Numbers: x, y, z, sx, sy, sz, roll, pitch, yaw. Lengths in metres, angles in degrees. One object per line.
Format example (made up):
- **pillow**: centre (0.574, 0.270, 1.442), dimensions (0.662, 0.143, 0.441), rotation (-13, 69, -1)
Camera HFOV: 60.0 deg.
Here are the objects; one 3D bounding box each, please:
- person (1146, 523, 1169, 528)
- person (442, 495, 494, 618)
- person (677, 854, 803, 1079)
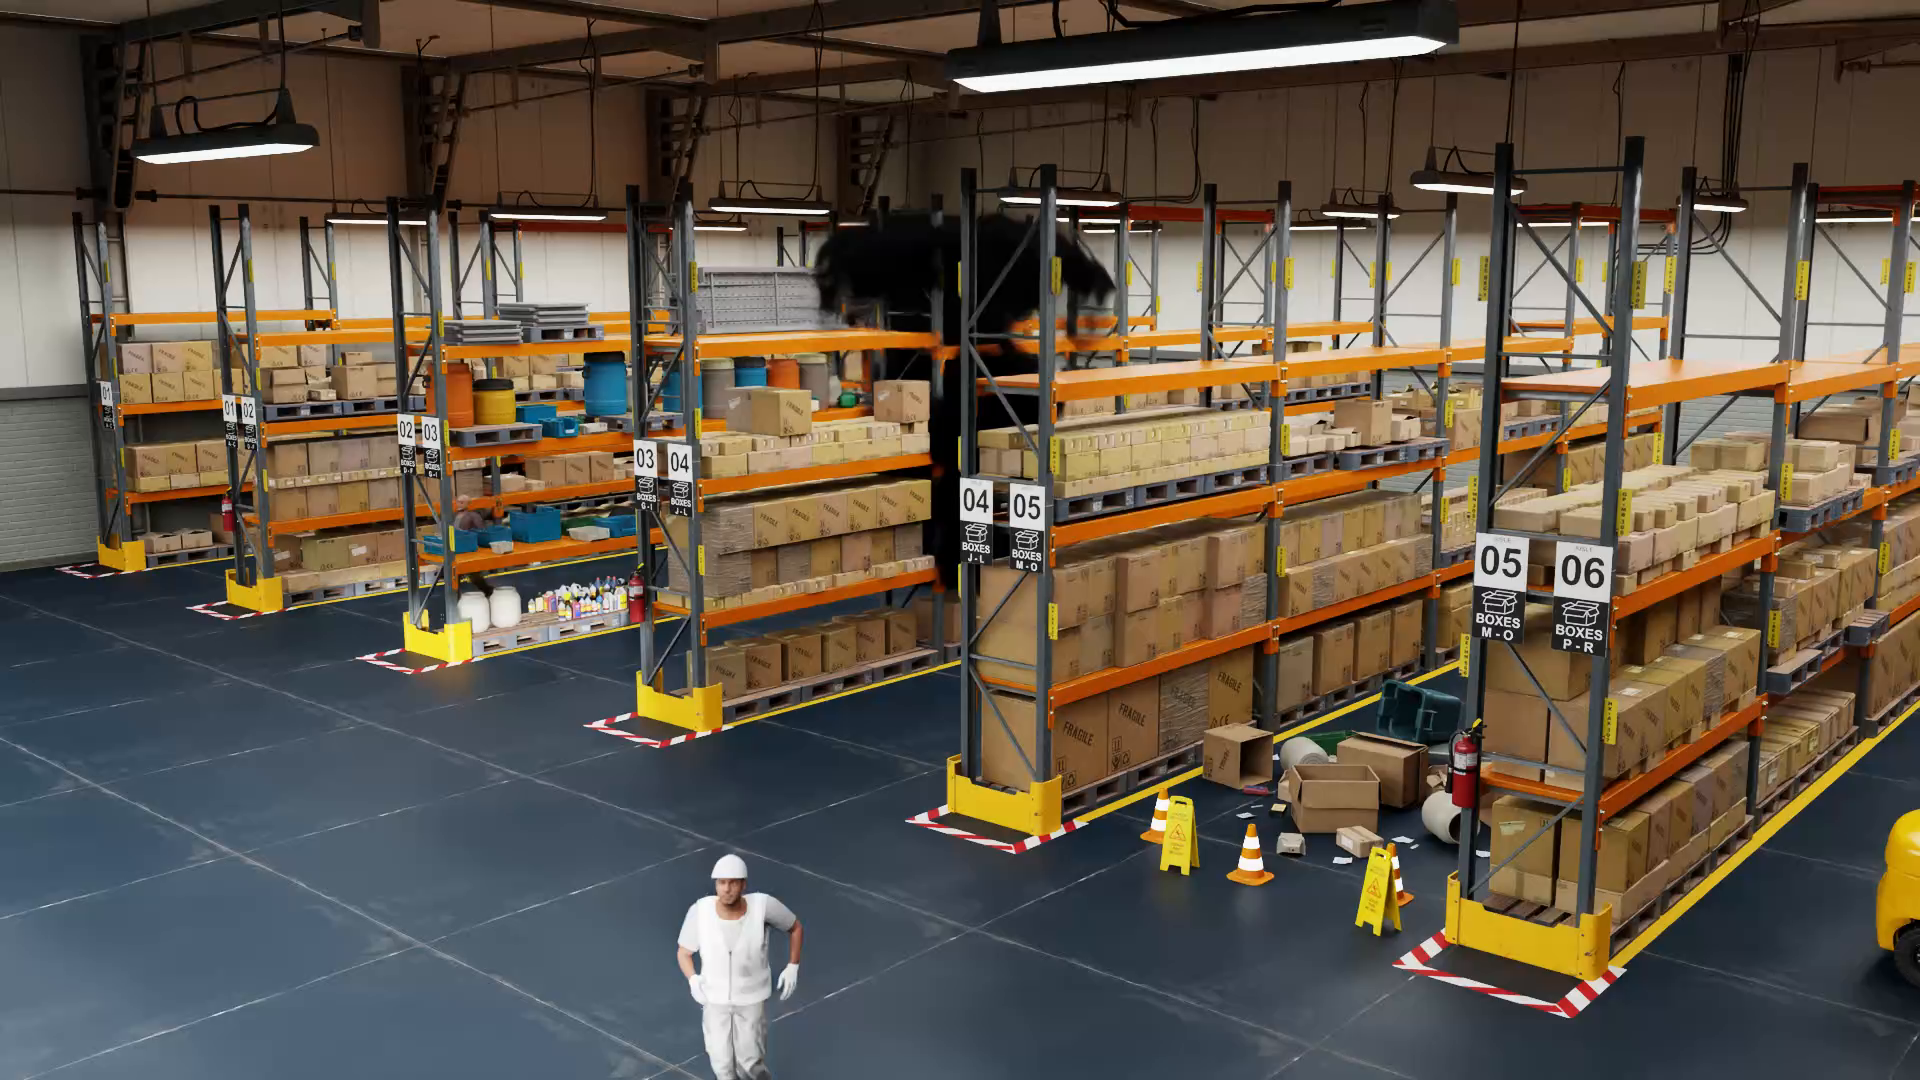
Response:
- **person**: centre (2.752, 0.216, 22.830), dimensions (0.720, 1.821, 0.793), rotation (7, 12, 38)
- **person**: centre (-7.292, 0.206, 24.498), dimensions (0.703, 1.760, 1.066), rotation (3, 10, 19)
- **person**: centre (-1.306, 2.704, 9.740), dimensions (0.721, 1.759, 0.638), rotation (0, 9, 3)
